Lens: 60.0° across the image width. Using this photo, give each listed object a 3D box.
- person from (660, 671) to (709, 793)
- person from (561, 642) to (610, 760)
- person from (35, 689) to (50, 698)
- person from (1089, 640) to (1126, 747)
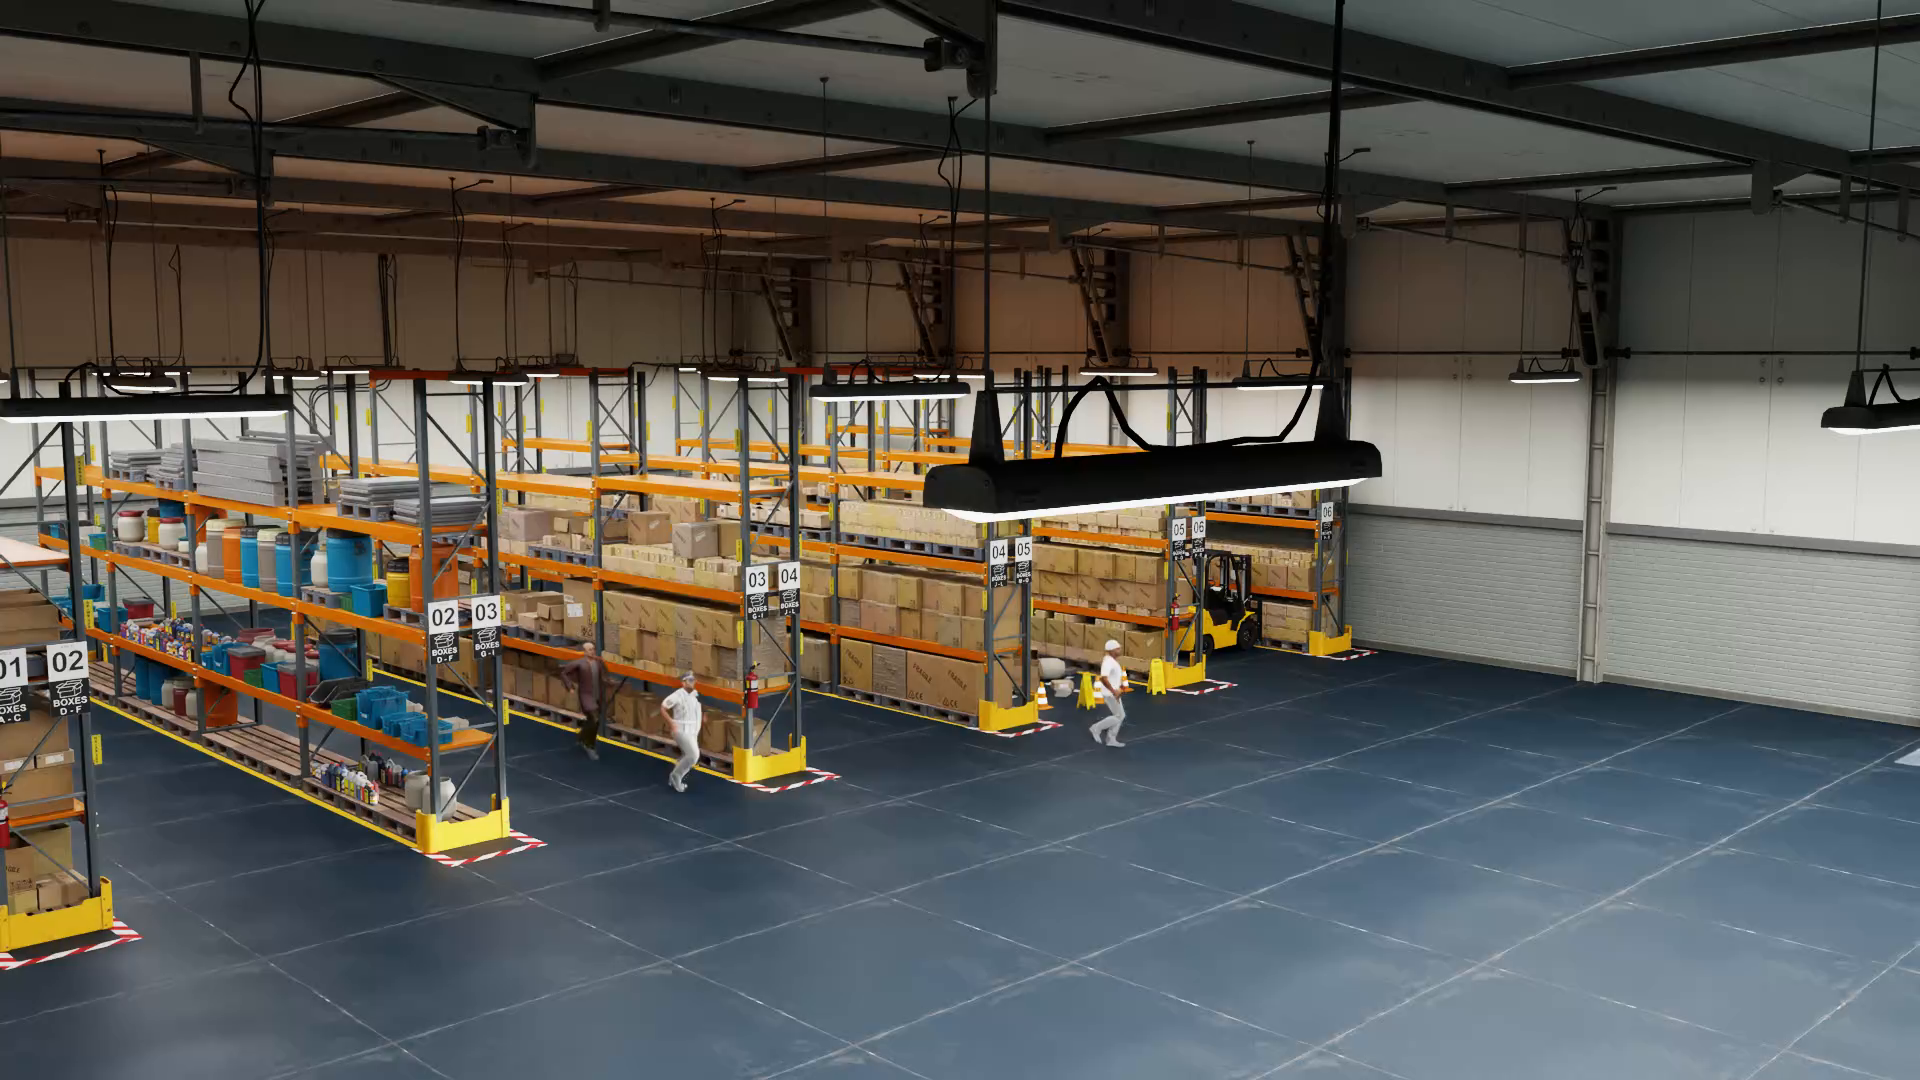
[{"bbox_3d":[-3.941,2.762,24.055,0.657,1.753,0.637,3,7,26],"label":"person"},{"bbox_3d":[-5.792,2.517,26.057,0.803,1.842,0.670,5,8,36],"label":"person"},{"bbox_3d":[-14.537,2.552,26.378,0.825,1.657,0.609,4,7,30],"label":"person"},{"bbox_3d":[2.377,2.463,26.733,0.577,1.738,0.720,1,6,5],"label":"person"}]
